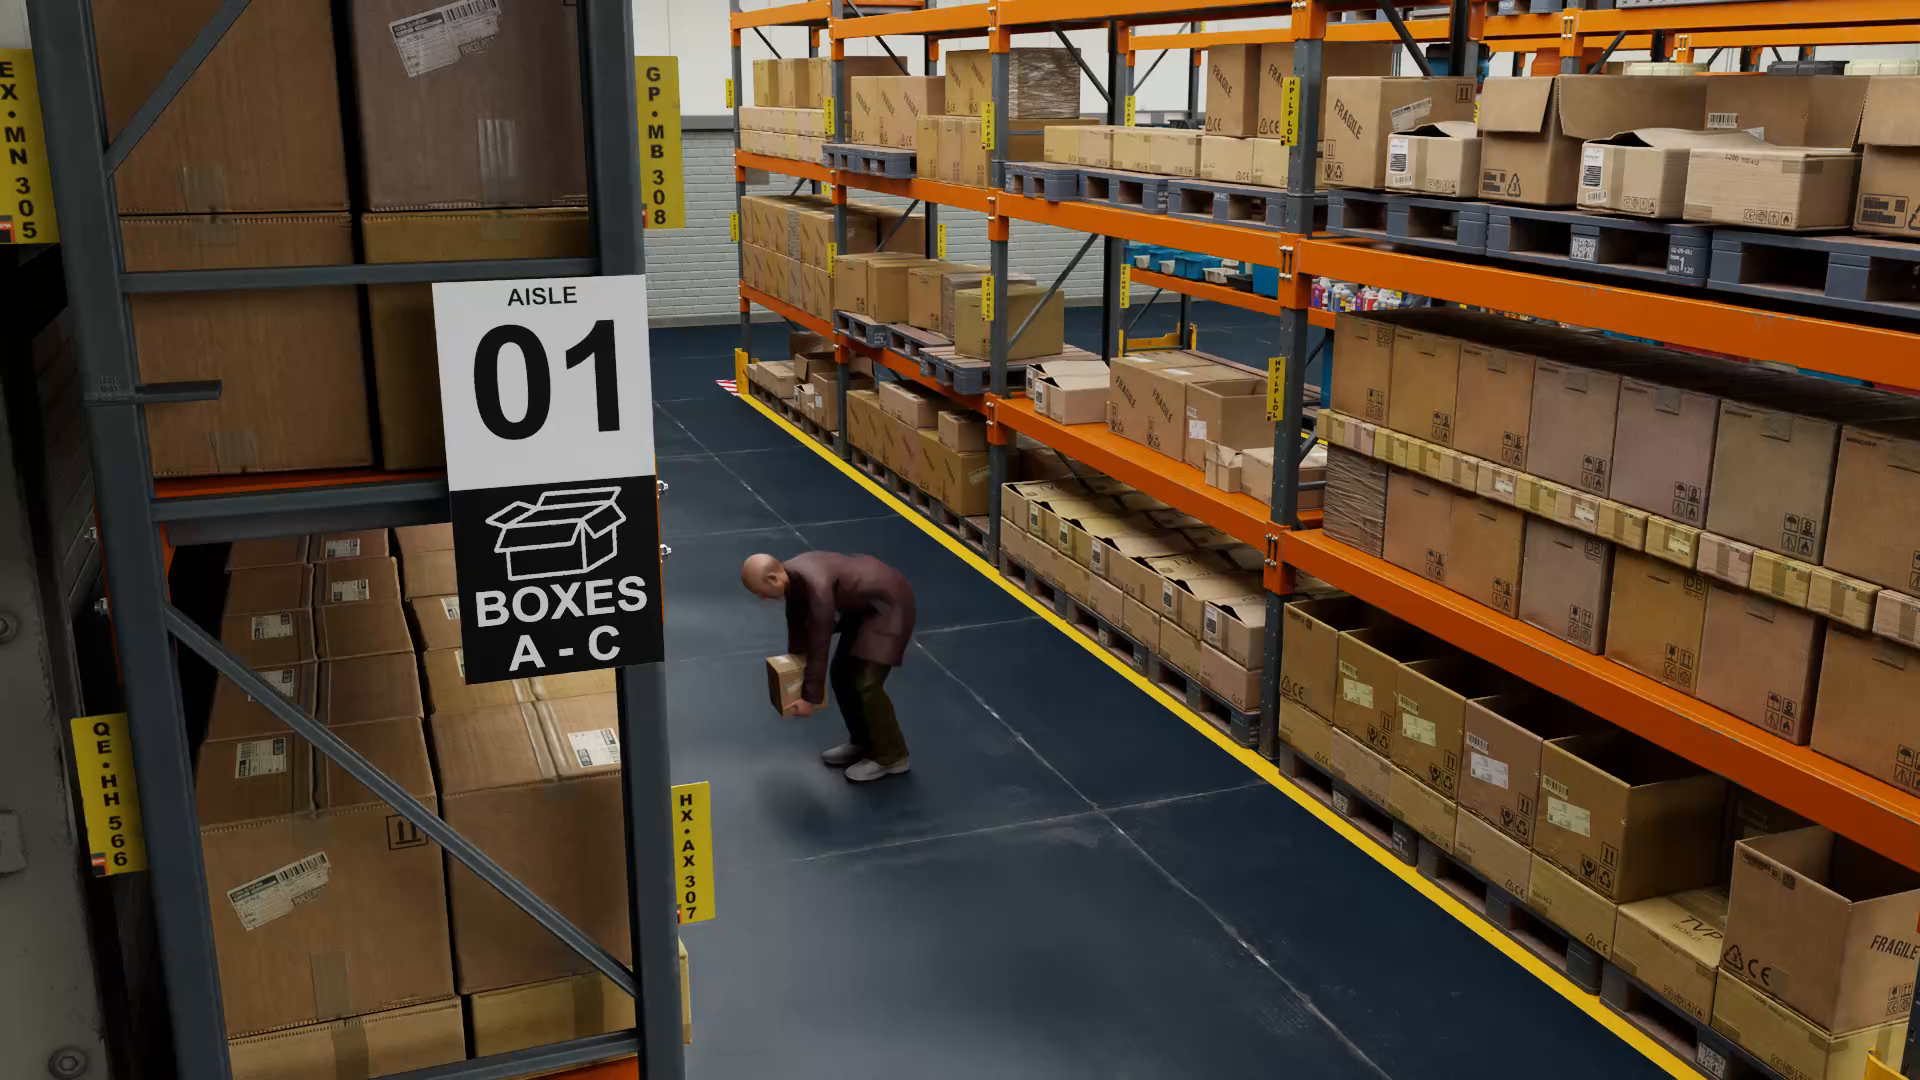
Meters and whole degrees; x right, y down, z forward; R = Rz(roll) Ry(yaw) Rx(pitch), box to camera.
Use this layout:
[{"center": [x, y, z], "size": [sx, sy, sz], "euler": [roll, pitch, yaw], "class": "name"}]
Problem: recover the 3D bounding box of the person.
[{"center": [-0.680, 0.638, 8.724], "size": [0.929, 1.254, 0.556], "euler": [-6, 17, -22], "class": "person"}]
